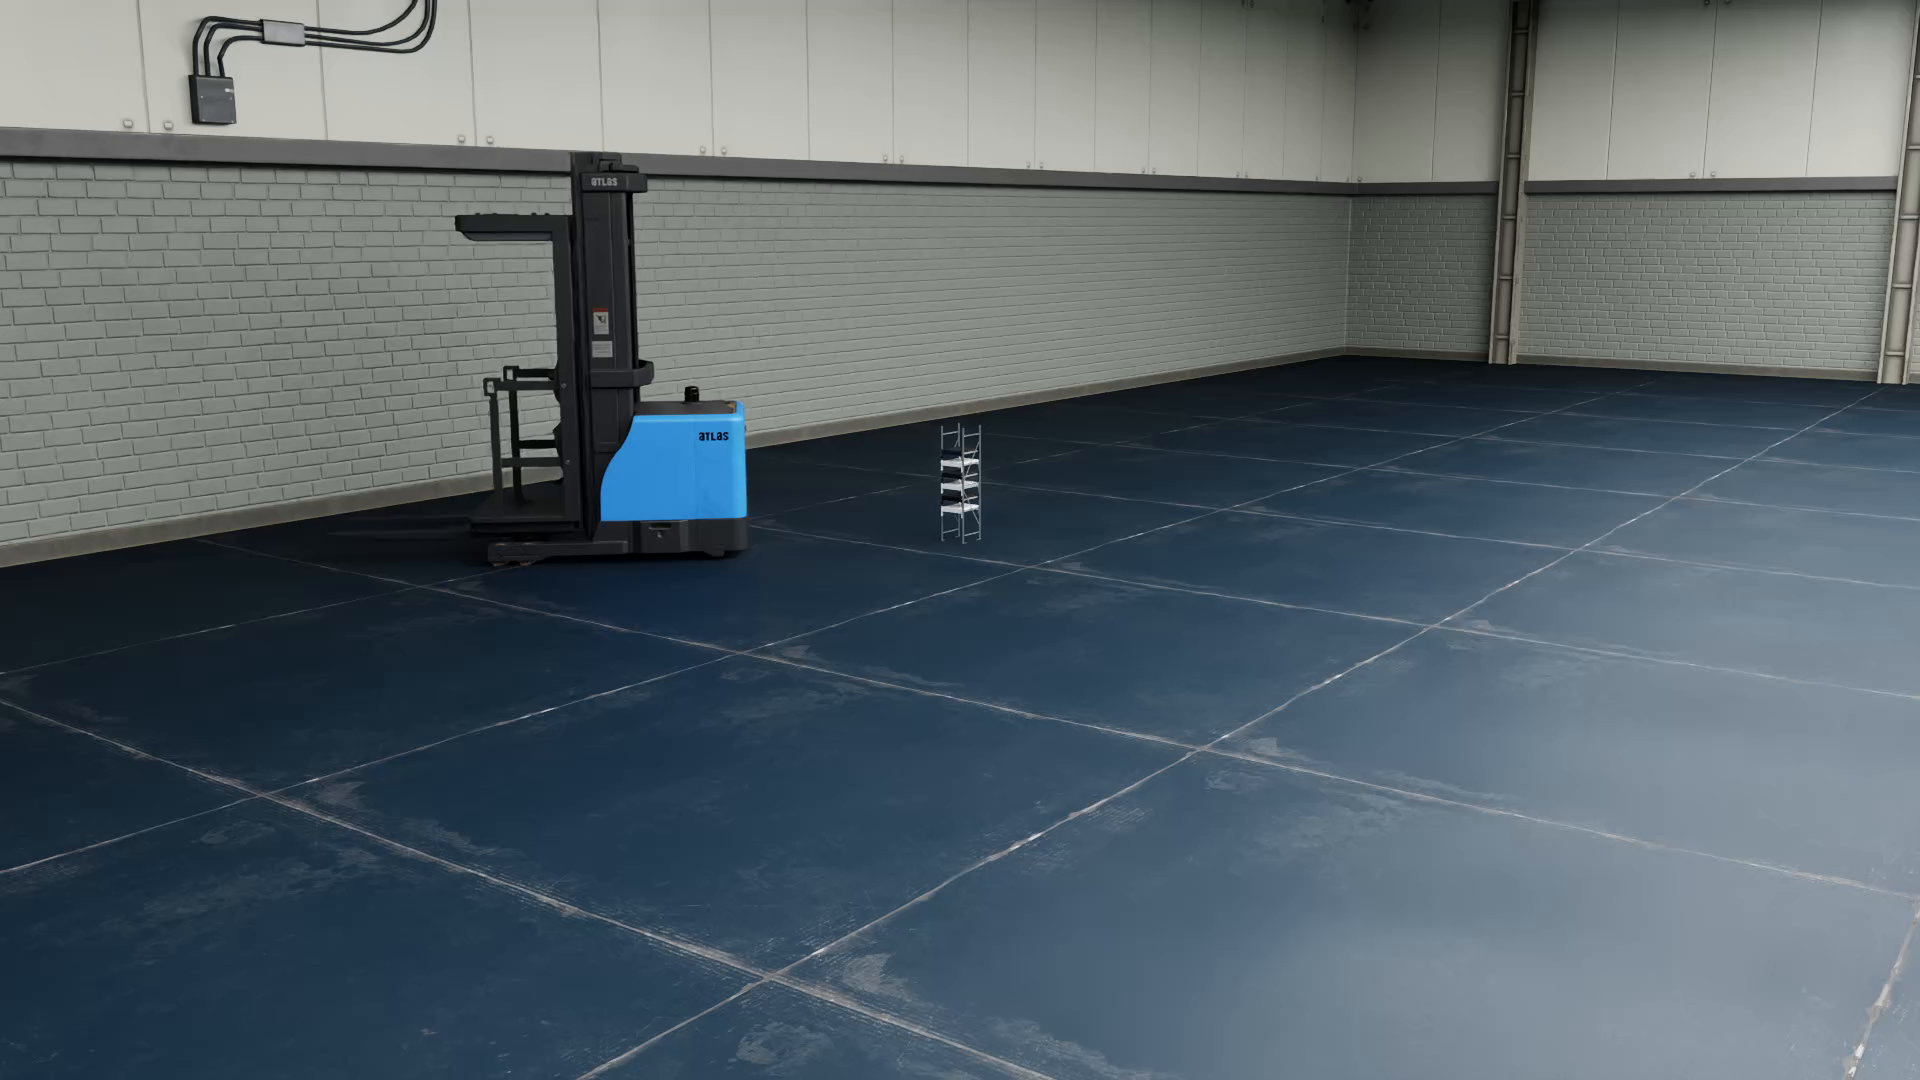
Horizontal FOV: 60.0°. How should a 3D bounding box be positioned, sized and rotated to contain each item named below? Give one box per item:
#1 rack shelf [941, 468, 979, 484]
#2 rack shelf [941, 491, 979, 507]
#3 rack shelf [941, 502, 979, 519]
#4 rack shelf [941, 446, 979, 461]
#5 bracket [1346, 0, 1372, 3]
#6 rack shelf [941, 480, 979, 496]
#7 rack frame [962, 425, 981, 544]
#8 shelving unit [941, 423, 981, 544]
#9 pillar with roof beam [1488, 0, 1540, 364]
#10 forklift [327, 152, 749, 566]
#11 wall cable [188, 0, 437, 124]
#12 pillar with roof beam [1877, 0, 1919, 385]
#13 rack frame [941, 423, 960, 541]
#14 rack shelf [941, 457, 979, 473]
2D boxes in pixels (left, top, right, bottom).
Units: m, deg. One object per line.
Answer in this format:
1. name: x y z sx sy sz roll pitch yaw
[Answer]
1. rack shelf: 0.007 -0.497 12.929 0.200 0.077 0.258 8 13 36
2. rack shelf: 0.007 -0.320 12.963 0.200 0.077 0.258 8 13 36
3. rack shelf: 0.007 -0.231 12.980 0.200 0.077 0.258 8 13 36
4. rack shelf: 0.007 -0.673 12.895 0.200 0.077 0.258 8 13 36
5. bracket: 6.983 -9.521 29.075 0.430 0.232 0.235 8 13 36
6. rack shelf: 0.007 -0.408 12.946 0.200 0.077 0.258 8 13 36
7. rack frame: 0.088 -0.429 12.880 0.006 0.900 0.240 8 13 36
8. shelving unit: 0.007 -0.441 12.939 0.210 0.900 0.258 8 13 36
9. pillar with roof beam: 6.890 -6.836 24.673 0.548 9.000 9.100 8 13 36
10. forklift: -3.125 -1.356 12.322 3.031 2.935 1.130 -1 11 -7
11. wall cable: -5.167 -6.328 13.092 0.169 6.003 2.305 8 13 36
12. pillar with roof beam: 11.726 -6.161 21.186 0.400 9.000 9.100 8 13 36
13. rack frame: -0.075 -0.452 12.999 0.006 0.900 0.240 8 13 36
14. rack shelf: 0.007 -0.585 12.912 0.200 0.077 0.258 8 13 36
